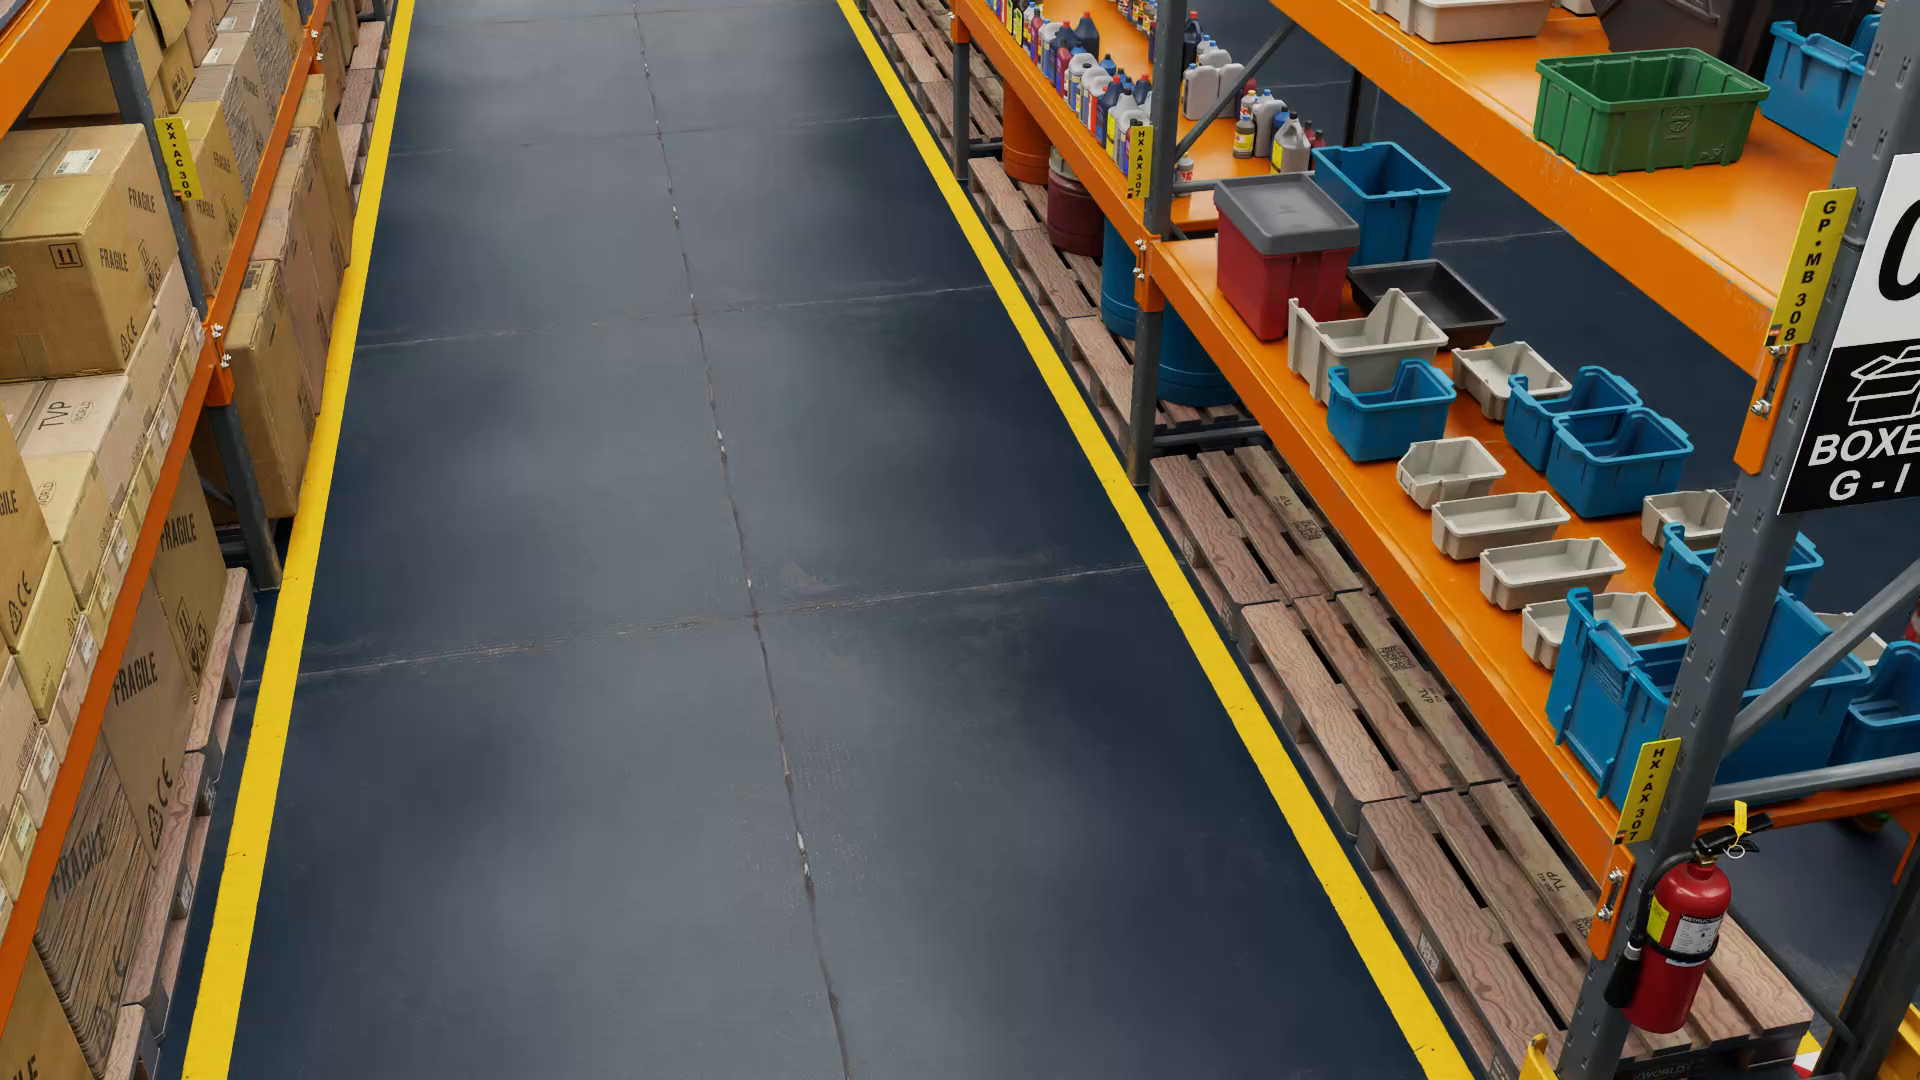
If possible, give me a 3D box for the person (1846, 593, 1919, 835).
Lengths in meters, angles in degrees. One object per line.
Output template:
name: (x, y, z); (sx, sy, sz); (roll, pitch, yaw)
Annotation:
person: (3.358, 0.394, 5.526); (0.591, 1.768, 0.715); (-26, 42, -33)
